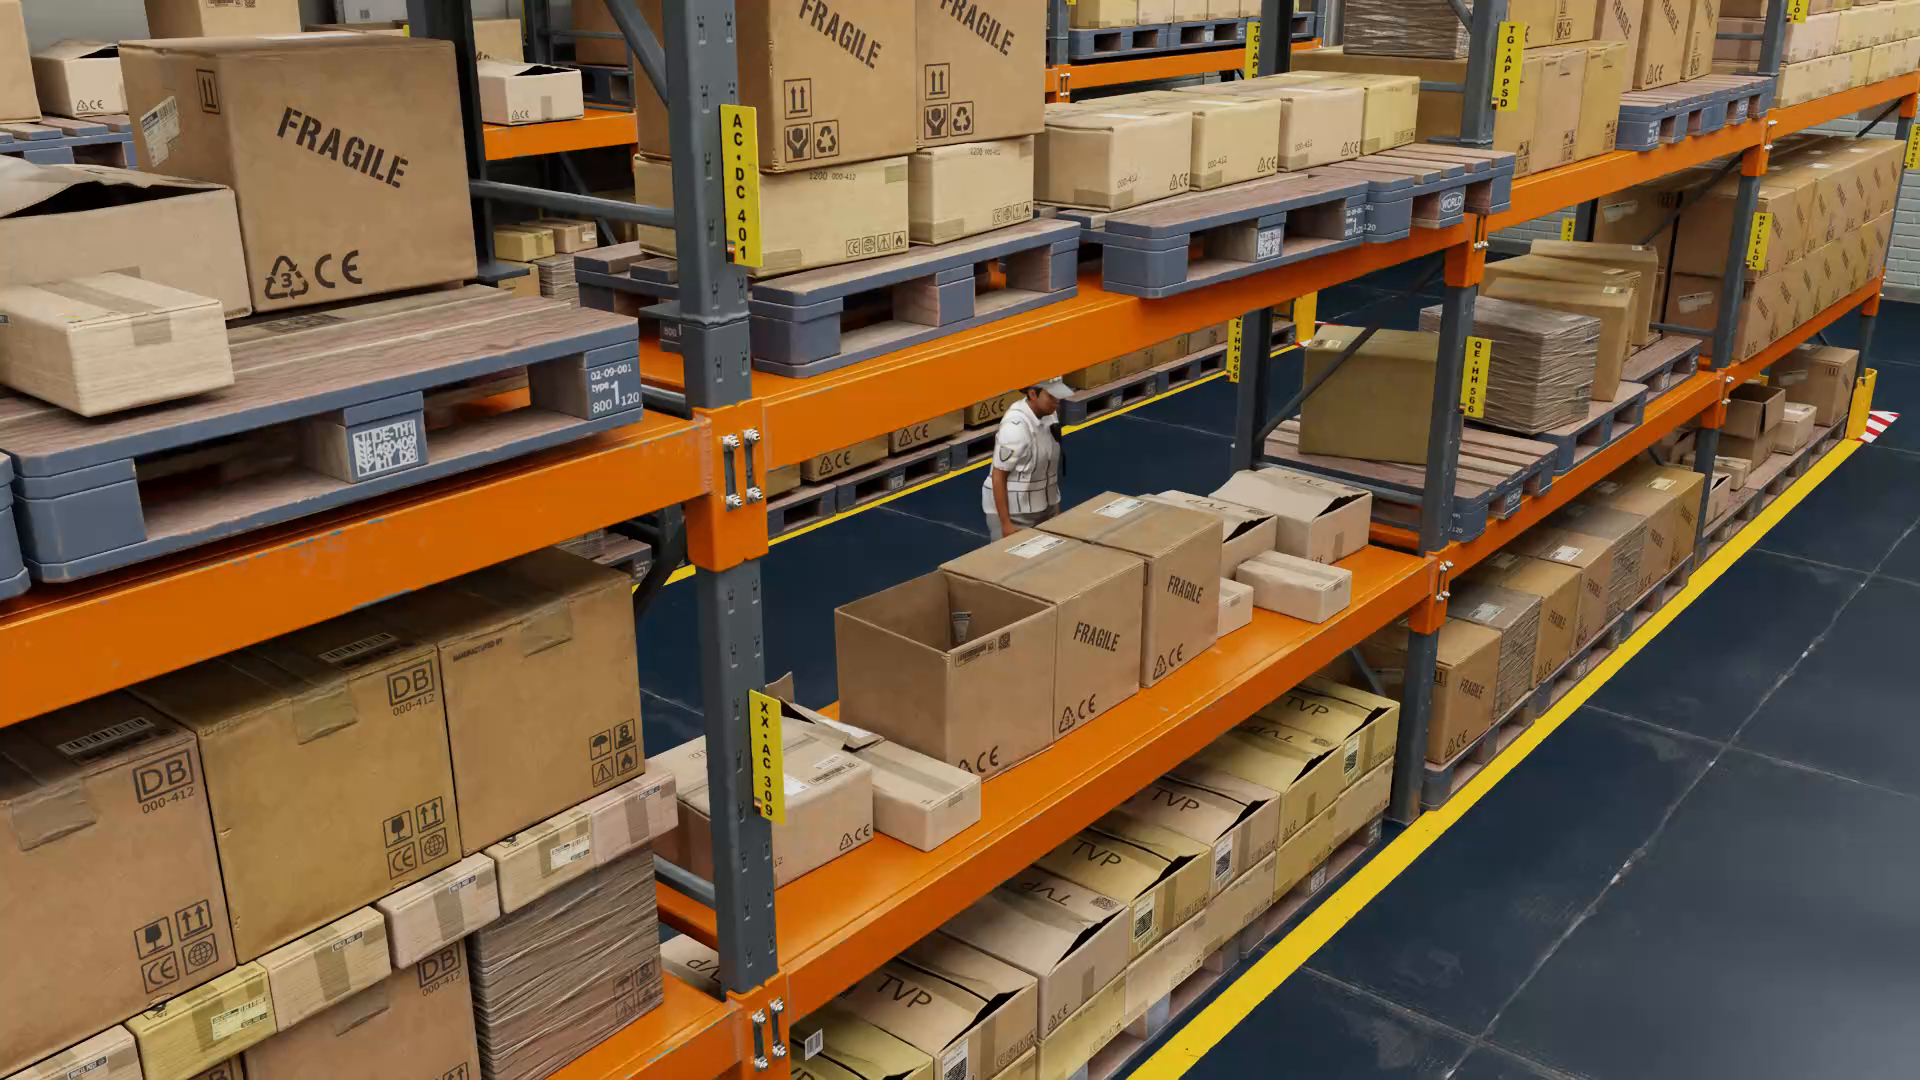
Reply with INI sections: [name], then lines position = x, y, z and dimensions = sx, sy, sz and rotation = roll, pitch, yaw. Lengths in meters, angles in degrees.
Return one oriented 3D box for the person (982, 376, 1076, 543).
[person]
position = 0.374, -0.135, 8.932
dimensions = 0.469, 1.665, 0.546
rotation = 15, 25, 34
